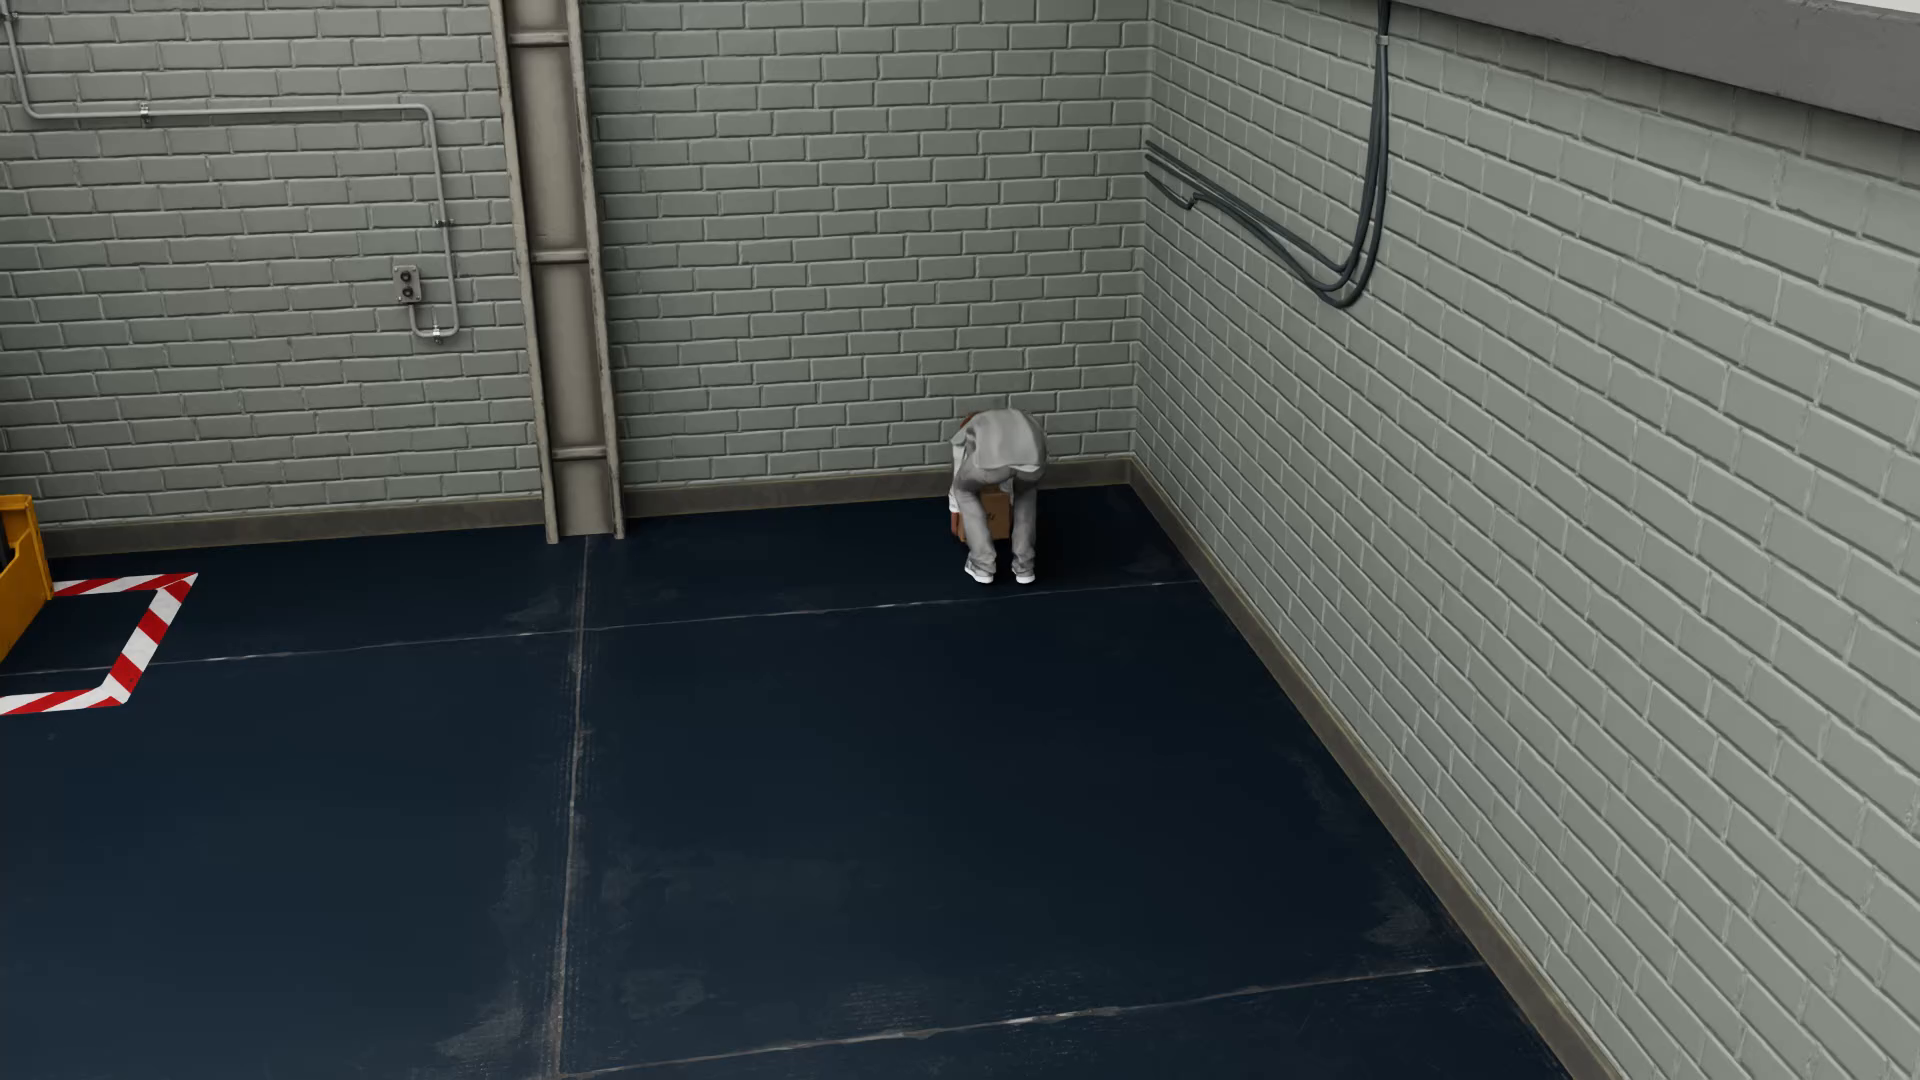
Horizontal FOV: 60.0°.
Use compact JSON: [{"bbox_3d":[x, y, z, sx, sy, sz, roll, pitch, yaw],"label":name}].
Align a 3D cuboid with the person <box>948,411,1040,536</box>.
[{"bbox_3d":[0.167,-0.275,8.139,0.353,0.801,0.840,-5,24,-12],"label":"person"}]
